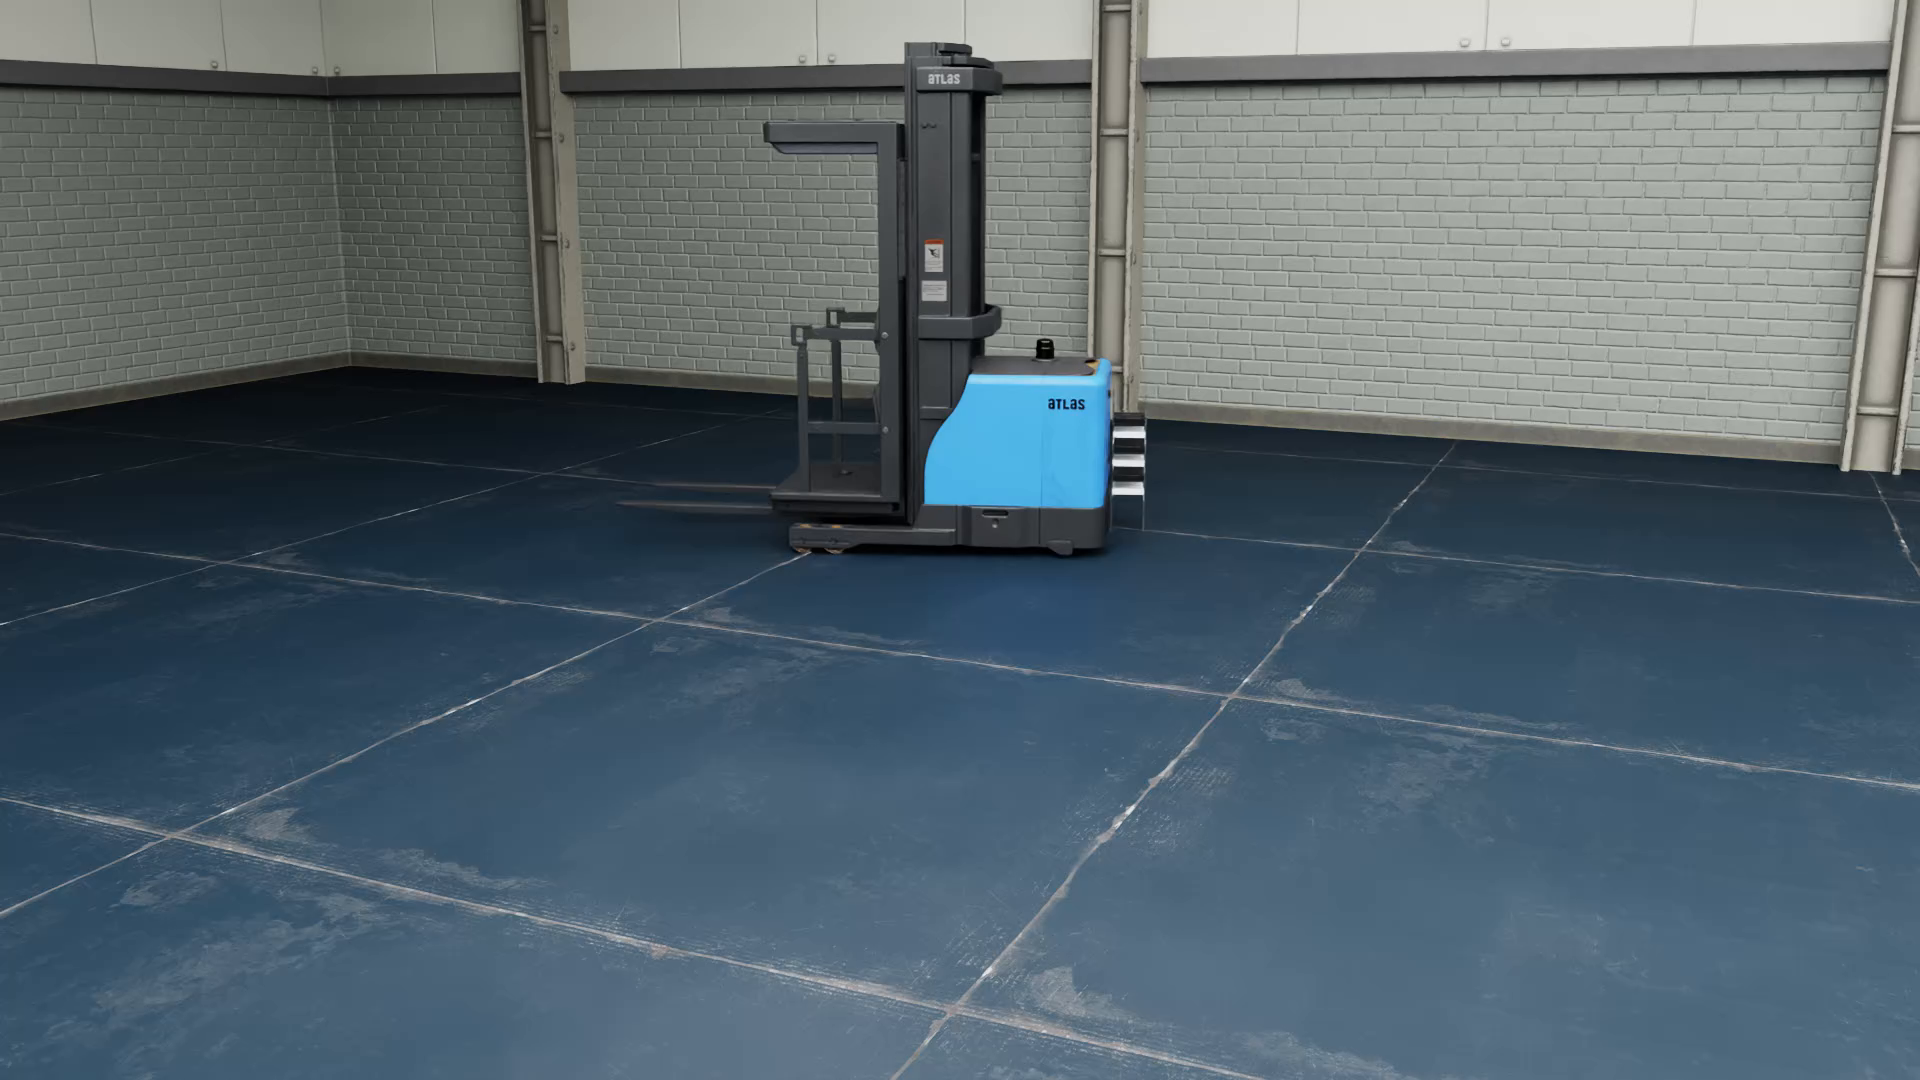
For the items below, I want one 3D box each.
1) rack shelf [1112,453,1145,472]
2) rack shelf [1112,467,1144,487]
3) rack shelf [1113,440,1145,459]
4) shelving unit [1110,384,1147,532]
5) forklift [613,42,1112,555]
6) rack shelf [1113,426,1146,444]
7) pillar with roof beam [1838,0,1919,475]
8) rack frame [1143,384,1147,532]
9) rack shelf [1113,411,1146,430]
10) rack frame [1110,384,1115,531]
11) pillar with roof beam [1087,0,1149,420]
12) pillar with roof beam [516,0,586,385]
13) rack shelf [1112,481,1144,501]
[{"bbox_3d":[1.066,-0.488,10.510,0.200,0.077,0.258,1,13,6],"label":"rack shelf"},{"bbox_3d":[1.066,-0.400,10.531,0.200,0.077,0.258,1,13,6],"label":"rack shelf"},{"bbox_3d":[1.066,-0.576,10.490,0.200,0.077,0.258,1,13,6],"label":"rack shelf"},{"bbox_3d":[1.066,-0.520,10.503,0.210,0.900,0.258,1,13,6],"label":"shelving unit"},{"bbox_3d":[-0.594,-1.465,10.084,3.031,2.935,1.130,2,13,7],"label":"forklift"},{"bbox_3d":[1.066,-0.663,10.469,0.200,0.077,0.258,1,13,6],"label":"rack shelf"},{"bbox_3d":[5.104,-4.015,7.668,0.400,9.000,9.100,6,14,23],"label":"pillar with roof beam"},{"bbox_3d":[1.167,-0.518,10.492,0.006,0.900,0.240,1,13,6],"label":"rack frame"},{"bbox_3d":[1.066,-0.751,10.449,0.200,0.077,0.258,1,13,6],"label":"rack shelf"},{"bbox_3d":[0.965,-0.523,10.513,0.006,0.900,0.240,1,13,6],"label":"rack frame"},{"bbox_3d":[-0.382,-4.570,10.034,0.400,9.000,9.100,6,14,23],"label":"pillar with roof beam"},{"bbox_3d":[-5.868,-5.126,12.400,0.400,9.000,9.100,6,14,23],"label":"pillar with roof beam"},{"bbox_3d":[1.066,-0.313,10.552,0.200,0.077,0.258,1,13,6],"label":"rack shelf"}]
